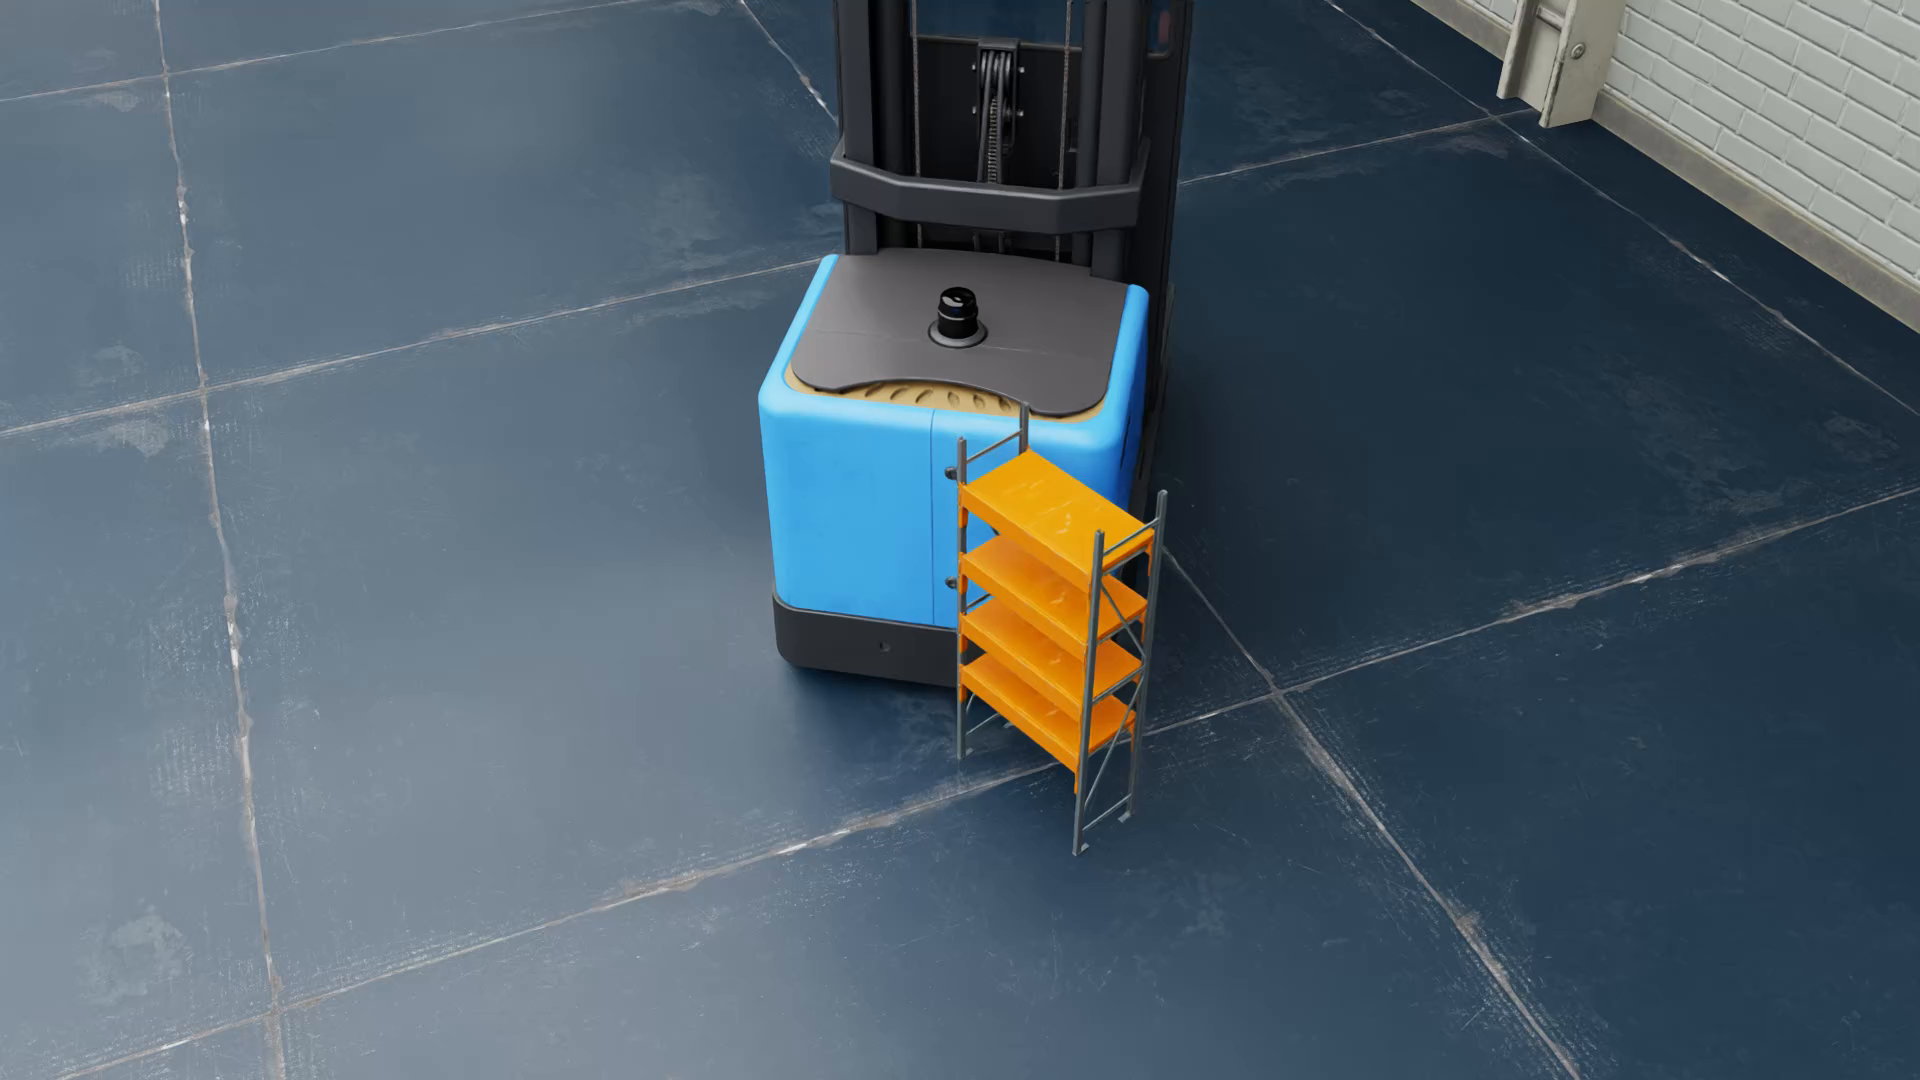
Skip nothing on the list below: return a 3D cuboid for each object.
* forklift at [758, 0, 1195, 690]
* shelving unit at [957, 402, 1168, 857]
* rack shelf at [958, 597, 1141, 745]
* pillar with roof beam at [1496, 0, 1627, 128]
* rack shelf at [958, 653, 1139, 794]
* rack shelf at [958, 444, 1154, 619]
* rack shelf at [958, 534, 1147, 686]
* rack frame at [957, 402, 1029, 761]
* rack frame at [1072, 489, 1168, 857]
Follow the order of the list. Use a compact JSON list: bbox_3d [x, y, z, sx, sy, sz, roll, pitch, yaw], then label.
[{"bbox_3d":[0.202,-1.581,5.340,1.130,2.935,3.031,7,41,8],"label":"forklift"},{"bbox_3d":[0.249,0.269,4.518,0.258,1.200,0.503,-30,49,-30],"label":"shelving unit"},{"bbox_3d":[0.249,0.320,4.561,0.258,0.148,0.480,-30,49,-30],"label":"rack shelf"},{"bbox_3d":[-1.070,-4.494,4.075,9.100,9.000,0.400,-15,43,-17],"label":"pillar with roof beam"},{"bbox_3d":[0.249,0.470,4.691,0.258,0.148,0.480,-30,49,-30],"label":"rack shelf"},{"bbox_3d":[0.249,-0.029,4.261,0.258,0.148,0.480,-30,49,-30],"label":"rack shelf"},{"bbox_3d":[0.249,0.150,4.416,0.258,0.148,0.480,-30,49,-30],"label":"rack shelf"},{"bbox_3d":[0.086,0.150,4.655,0.240,1.200,0.015,-30,49,-30],"label":"rack frame"},{"bbox_3d":[0.412,0.387,4.380,0.240,1.200,0.015,-30,49,-30],"label":"rack frame"}]
